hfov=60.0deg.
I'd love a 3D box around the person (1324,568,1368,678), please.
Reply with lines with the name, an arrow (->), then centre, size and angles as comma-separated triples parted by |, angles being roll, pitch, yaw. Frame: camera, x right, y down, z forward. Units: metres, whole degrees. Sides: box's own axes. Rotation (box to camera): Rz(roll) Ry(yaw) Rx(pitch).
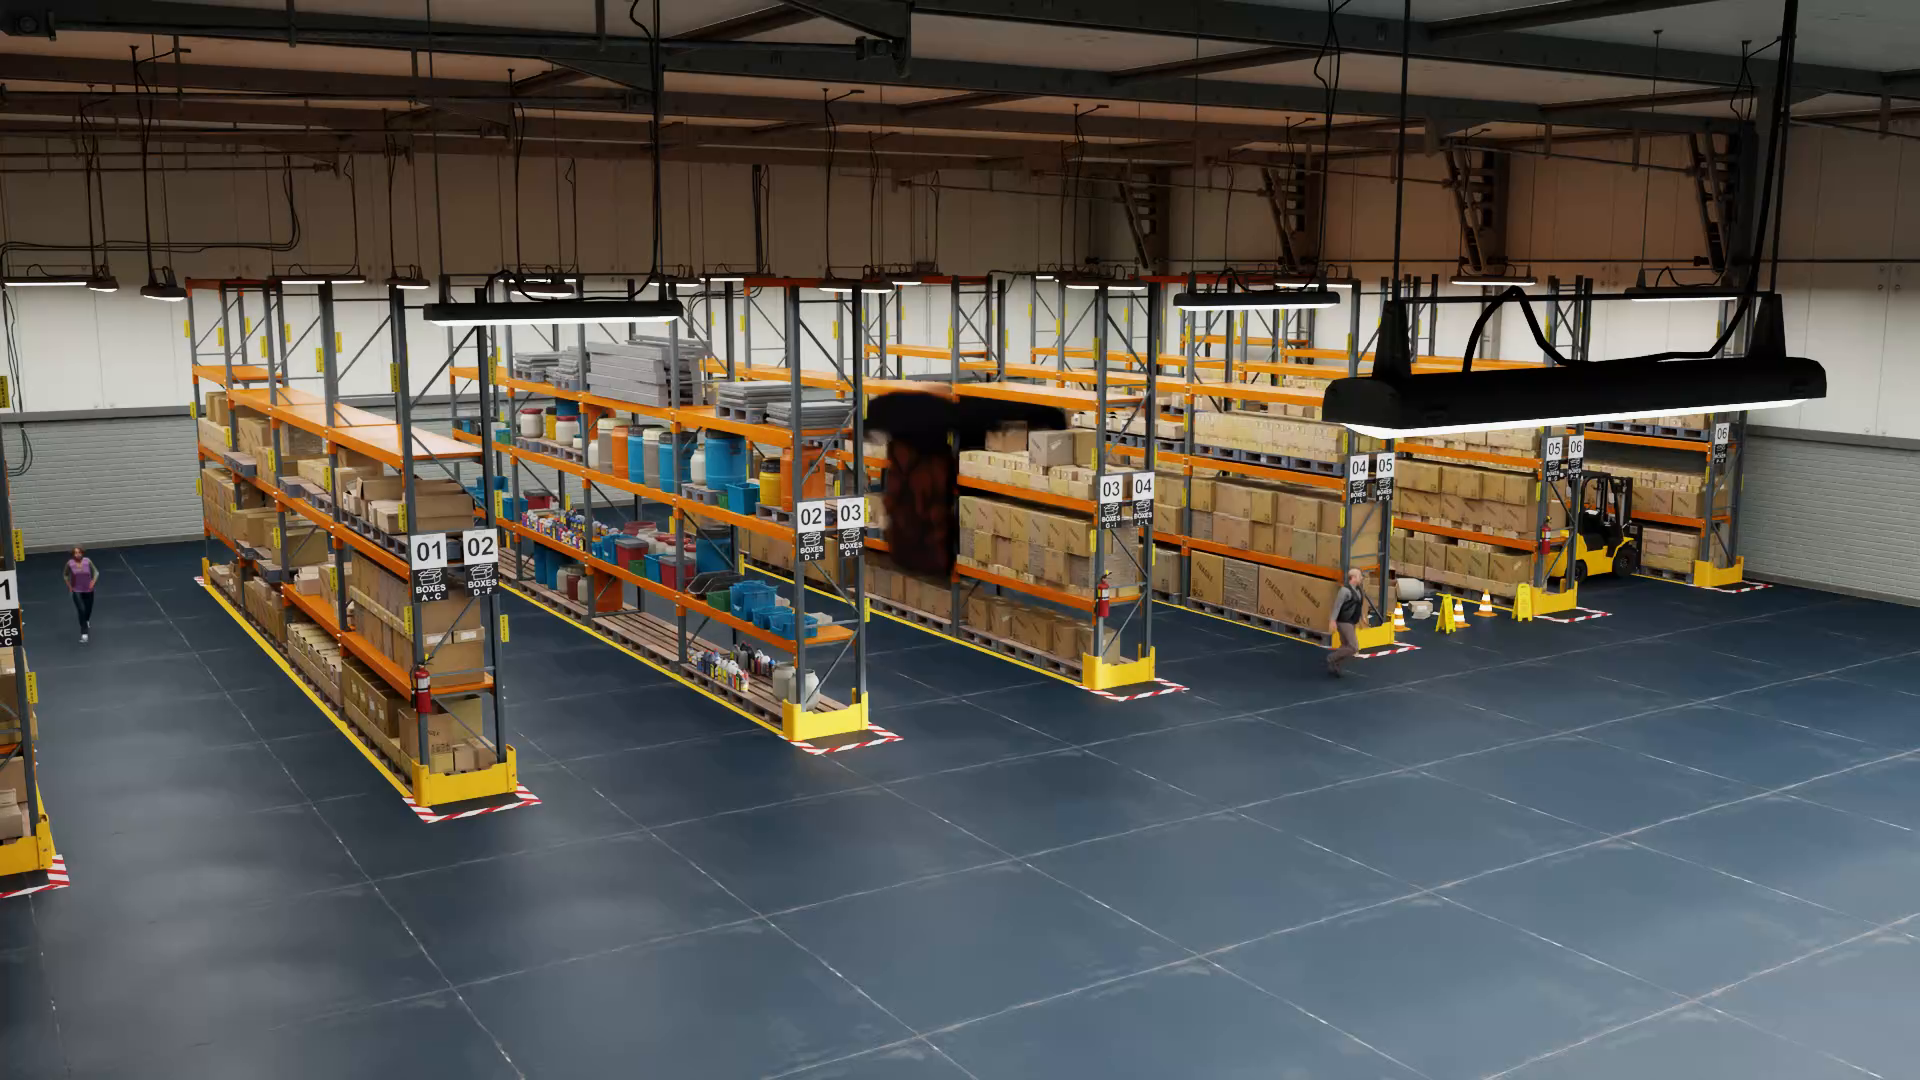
person -> 5.907, 1.269, 25.405 | 0.570, 1.700, 0.644 | 5, 11, 28

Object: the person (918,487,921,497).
person -> -0.791, -1.711, 42.797 | 0.831, 1.814, 0.693 | -7, 12, -37

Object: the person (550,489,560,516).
person -> -8.685, -0.383, 35.855 | 0.622, 1.496, 0.796 | -4, 10, -22

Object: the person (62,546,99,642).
person -> -14.817, 0.874, 28.065 | 0.541, 1.604, 0.733 | -6, 11, -30
